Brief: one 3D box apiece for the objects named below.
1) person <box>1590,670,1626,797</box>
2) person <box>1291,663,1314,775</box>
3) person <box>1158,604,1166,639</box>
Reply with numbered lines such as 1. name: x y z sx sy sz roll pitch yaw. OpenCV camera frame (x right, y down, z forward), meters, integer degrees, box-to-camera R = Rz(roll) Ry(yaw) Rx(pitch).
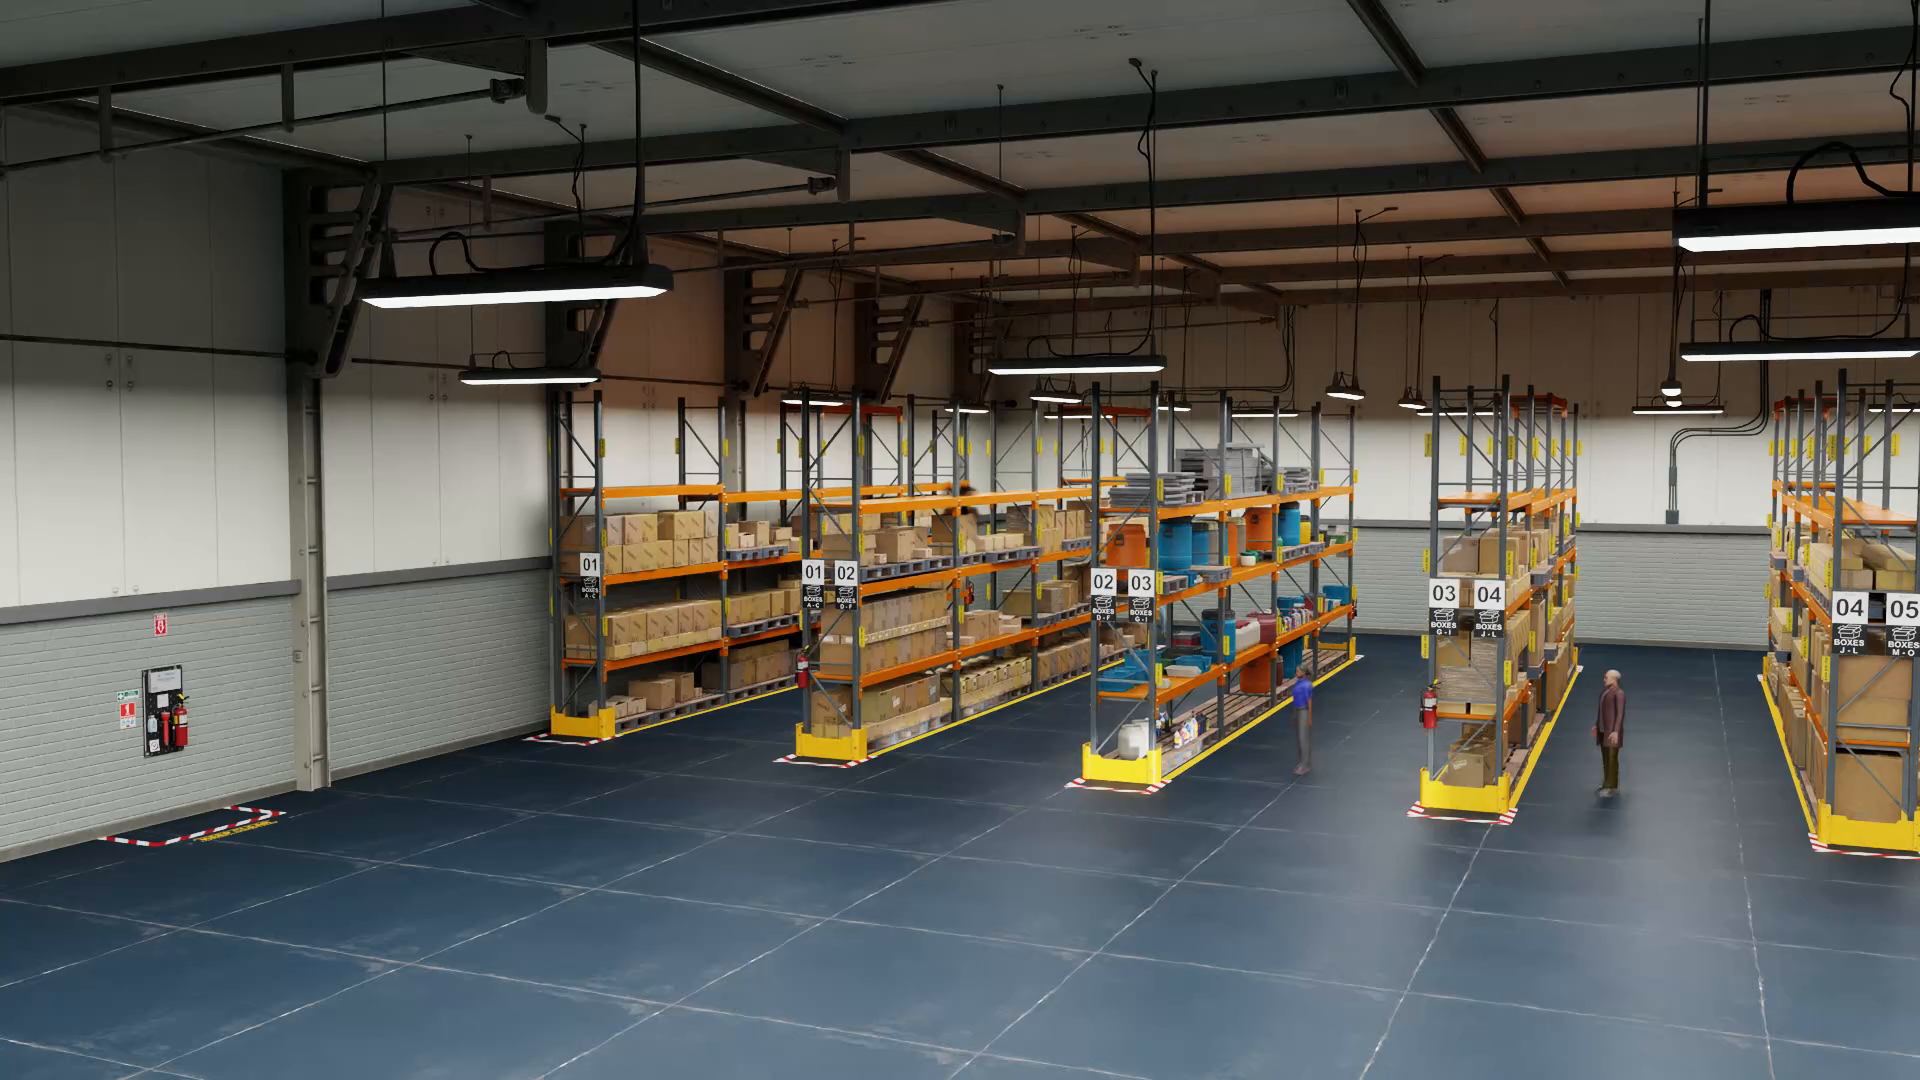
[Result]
1. person: 9.385 2.791 24.094 0.516 1.819 0.600 -1 3 -16
2. person: 5.267 2.753 25.719 0.409 1.673 0.594 0 3 -7
3. person: 5.275 1.730 43.800 0.685 1.729 1.040 0 3 -8
